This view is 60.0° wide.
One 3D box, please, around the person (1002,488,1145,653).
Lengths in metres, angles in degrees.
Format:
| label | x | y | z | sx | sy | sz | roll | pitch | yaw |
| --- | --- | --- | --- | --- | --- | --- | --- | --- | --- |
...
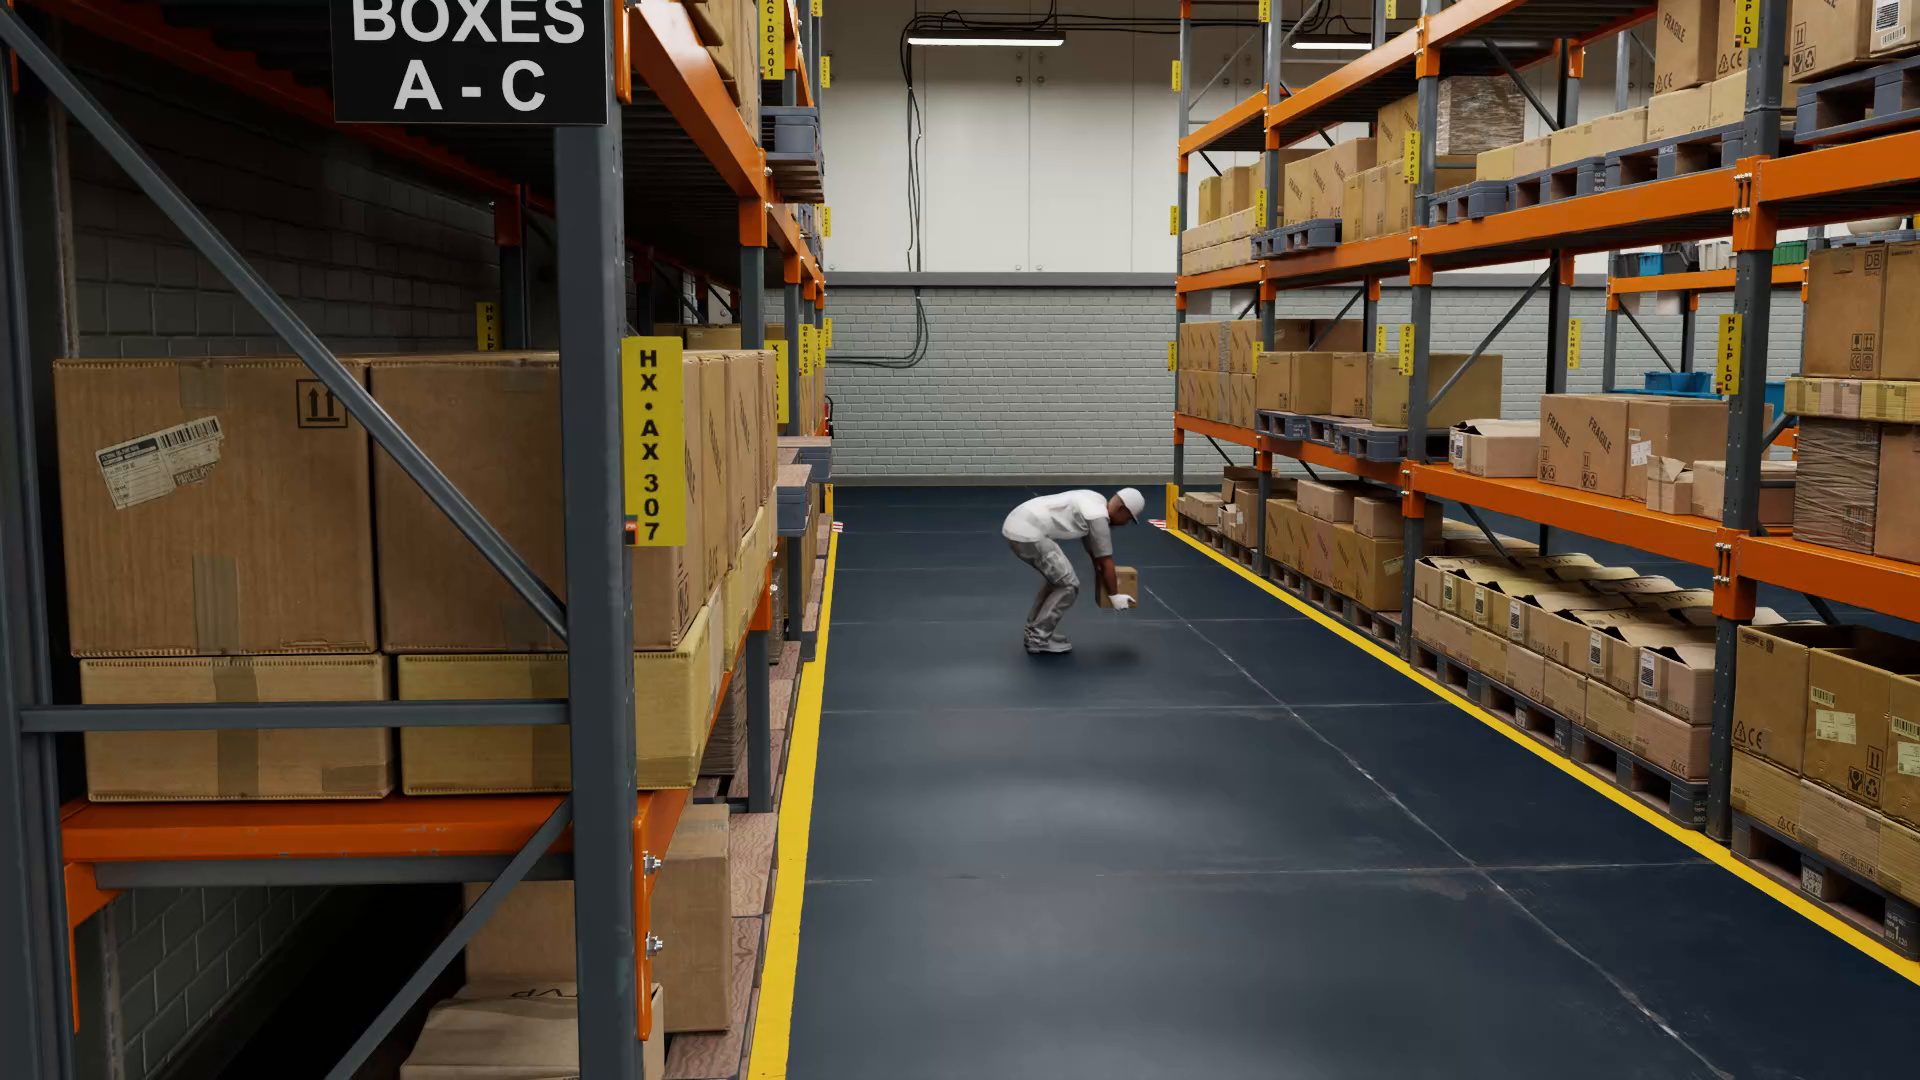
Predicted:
| label | x | y | z | sx | sy | sz | roll | pitch | yaw |
| --- | --- | --- | --- | --- | --- | --- | --- | --- | --- |
| person | 0.777 | 0.197 | 11.376 | 0.976 | 1.102 | 0.532 | -1 | 7 | -7 |
